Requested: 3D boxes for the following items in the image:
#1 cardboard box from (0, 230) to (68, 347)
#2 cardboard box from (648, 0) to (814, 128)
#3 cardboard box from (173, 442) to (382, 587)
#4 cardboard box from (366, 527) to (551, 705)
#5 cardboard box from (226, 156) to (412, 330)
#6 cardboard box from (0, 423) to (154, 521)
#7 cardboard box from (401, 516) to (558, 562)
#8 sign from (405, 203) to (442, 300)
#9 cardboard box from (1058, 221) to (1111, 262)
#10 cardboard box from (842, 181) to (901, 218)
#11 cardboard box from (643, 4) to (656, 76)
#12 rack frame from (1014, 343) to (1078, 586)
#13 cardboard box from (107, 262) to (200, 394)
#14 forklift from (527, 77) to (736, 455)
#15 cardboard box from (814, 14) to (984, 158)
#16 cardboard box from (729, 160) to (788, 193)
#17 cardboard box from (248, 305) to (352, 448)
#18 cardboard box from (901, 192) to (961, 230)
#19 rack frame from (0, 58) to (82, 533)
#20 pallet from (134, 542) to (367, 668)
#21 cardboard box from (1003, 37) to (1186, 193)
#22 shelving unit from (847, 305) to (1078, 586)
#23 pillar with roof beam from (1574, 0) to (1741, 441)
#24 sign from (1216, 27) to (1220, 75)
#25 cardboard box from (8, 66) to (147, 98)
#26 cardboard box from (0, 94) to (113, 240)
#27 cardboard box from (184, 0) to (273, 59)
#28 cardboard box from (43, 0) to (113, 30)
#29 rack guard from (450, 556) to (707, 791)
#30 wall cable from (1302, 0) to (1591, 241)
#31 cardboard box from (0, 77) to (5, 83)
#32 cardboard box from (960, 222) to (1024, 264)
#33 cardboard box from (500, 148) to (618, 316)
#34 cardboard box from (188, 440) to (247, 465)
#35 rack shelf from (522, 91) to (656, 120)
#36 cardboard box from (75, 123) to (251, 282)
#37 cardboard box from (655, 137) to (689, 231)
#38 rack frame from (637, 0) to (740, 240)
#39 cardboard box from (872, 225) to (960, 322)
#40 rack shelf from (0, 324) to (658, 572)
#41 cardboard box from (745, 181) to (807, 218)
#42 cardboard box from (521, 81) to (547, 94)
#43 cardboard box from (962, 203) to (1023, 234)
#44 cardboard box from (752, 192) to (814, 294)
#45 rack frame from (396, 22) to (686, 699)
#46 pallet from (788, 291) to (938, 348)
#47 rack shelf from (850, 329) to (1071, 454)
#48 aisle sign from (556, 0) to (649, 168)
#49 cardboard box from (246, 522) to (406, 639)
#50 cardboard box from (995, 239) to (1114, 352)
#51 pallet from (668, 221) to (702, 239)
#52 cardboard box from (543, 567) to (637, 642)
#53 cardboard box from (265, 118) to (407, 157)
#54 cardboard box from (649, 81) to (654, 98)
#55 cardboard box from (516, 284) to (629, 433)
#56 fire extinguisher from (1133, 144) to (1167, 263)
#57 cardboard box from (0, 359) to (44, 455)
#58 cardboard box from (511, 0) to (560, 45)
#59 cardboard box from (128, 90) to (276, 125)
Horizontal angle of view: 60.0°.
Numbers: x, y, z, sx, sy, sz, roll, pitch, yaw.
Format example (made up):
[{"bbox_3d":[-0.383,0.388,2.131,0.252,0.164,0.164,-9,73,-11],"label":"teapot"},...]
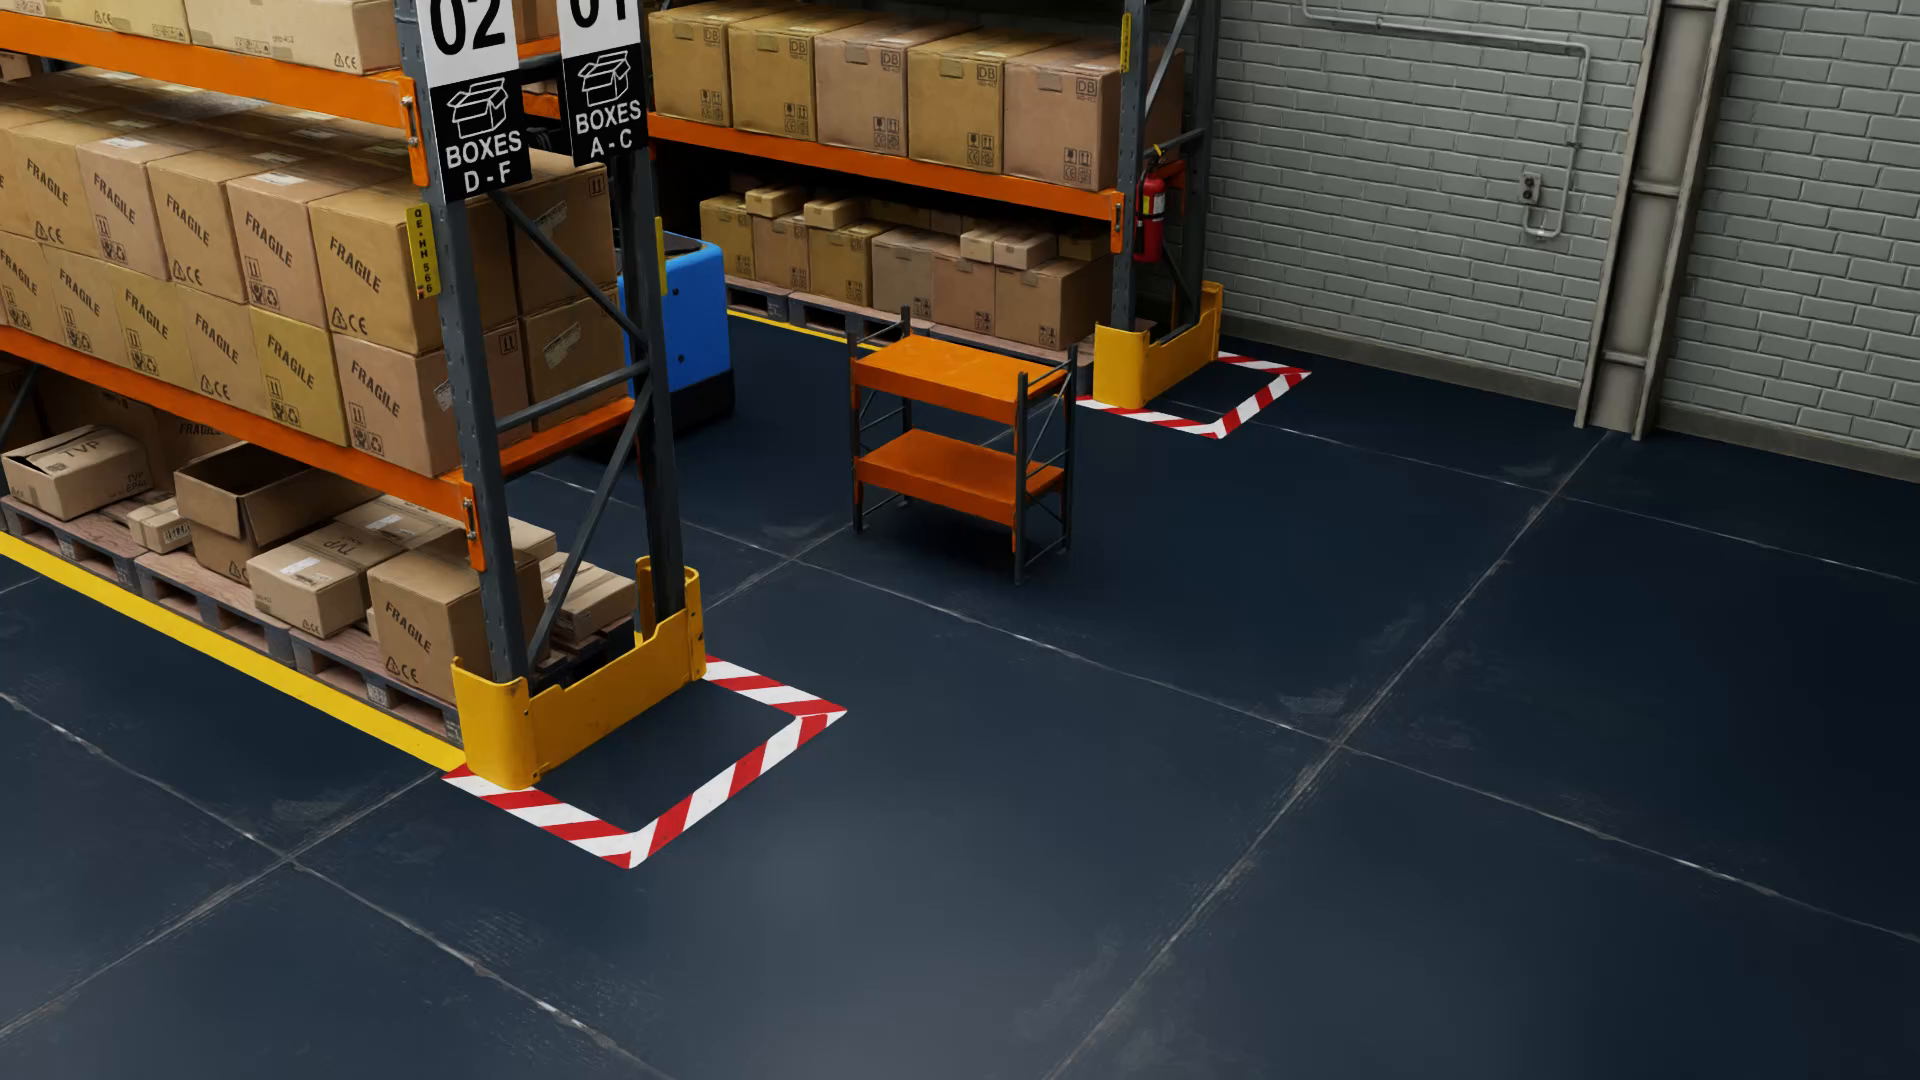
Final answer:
[{"bbox_3d":[-4.146,-1.259,7.806,0.500,0.500,0.500,18,32,31],"label":"cardboard box"},{"bbox_3d":[-1.596,-3.419,11.830,0.700,0.700,0.980,18,32,31],"label":"cardboard box"},{"bbox_3d":[-3.284,-0.180,8.065,0.637,0.503,0.797,17,32,30],"label":"cardboard box"},{"bbox_3d":[-2.126,0.320,7.085,0.500,0.500,0.500,17,32,30],"label":"cardboard box"},{"bbox_3d":[-2.478,-1.181,6.552,0.500,0.500,0.500,18,32,32],"label":"cardboard box"},{"bbox_3d":[-4.612,-0.387,8.682,0.500,0.311,0.500,17,32,30],"label":"cardboard box"},{"bbox_3d":[-2.238,0.105,7.783,0.500,0.250,0.500,17,32,30],"label":"cardboard box"},{"bbox_3d":[-1.869,-1.005,5.792,0.005,0.325,0.100,17,32,30],"label":"sign"},{"bbox_3d":[0.846,-1.950,10.853,0.250,0.149,0.380,18,32,31],"label":"cardboard box"},{"bbox_3d":[-0.622,-2.407,11.749,0.250,0.149,0.380,18,32,31],"label":"cardboard box"},{"bbox_3d":[-2.557,-3.641,12.137,0.500,0.500,0.500,17,31,30],"label":"cardboard box"},{"bbox_3d":[0.425,-0.369,8.235,0.032,1.125,0.500,17,32,30],"label":"rack frame"},{"bbox_3d":[-3.315,-1.000,7.297,0.500,0.500,0.500,17,31,30],"label":"cardboard box"},{"bbox_3d":[-2.852,-2.331,10.099,3.031,2.935,1.130,20,33,34],"label":"forklift"},{"bbox_3d":[-0.392,-3.046,11.097,0.700,0.700,0.980,16,31,28],"label":"cardboard box"},{"bbox_3d":[-1.483,-2.674,12.274,0.250,0.149,0.380,17,32,30],"label":"cardboard box"},{"bbox_3d":[-2.491,-0.740,6.787,0.500,0.500,0.500,18,32,31],"label":"cardboard box"},{"bbox_3d":[-0.200,-2.275,11.492,0.250,0.149,0.380,18,32,31],"label":"cardboard box"},{"bbox_3d":[-4.835,-1.577,8.542,0.127,3.000,1.000,17,32,30],"label":"rack frame"},{"bbox_3d":[-3.260,0.155,8.213,1.213,0.211,1.003,17,32,30],"label":"pallet"},{"bbox_3d":[0.837,-2.664,10.347,0.700,0.700,0.980,19,33,33],"label":"cardboard box"},{"bbox_3d":[0.006,-0.500,8.491,1.048,1.125,0.538,17,32,30],"label":"shelving unit"},{"bbox_3d":[1.541,-3.097,4.915,0.400,9.000,9.100,17,32,30],"label":"pillar with roof beam"},{"bbox_3d":[1.582,-3.030,10.355,0.005,0.325,0.100,17,32,30],"label":"sign"},{"bbox_3d":[-4.272,-2.035,8.228,0.500,0.500,0.500,17,32,31],"label":"cardboard box"},{"bbox_3d":[-4.181,-1.709,7.589,0.500,0.500,0.500,16,31,29],"label":"cardboard box"},{"bbox_3d":[-2.517,-1.986,6.204,0.500,0.250,0.500,17,32,30],"label":"cardboard box"},{"bbox_3d":[-3.339,-2.244,6.711,0.500,0.250,0.500,17,32,30],"label":"cardboard box"},{"bbox_3d":[-1.601,0.544,7.129,0.348,0.500,1.175,17,32,30],"label":"rack guard"},{"bbox_3d":[2.854,-2.881,9.983,1.851,1.984,0.084,17,32,30],"label":"wall cable"},{"bbox_3d":[-9.935,-4.828,17.589,0.250,0.149,0.380,15,30,26],"label":"cardboard box"},{"bbox_3d":[0.210,-1.938,10.829,0.250,0.149,0.380,18,32,32],"label":"cardboard box"},{"bbox_3d":[-1.755,-1.253,6.692,0.500,0.500,0.500,18,32,32],"label":"cardboard box"},{"bbox_3d":[-3.862,-0.389,8.865,0.250,0.149,0.380,17,32,30],"label":"cardboard box"},{"bbox_3d":[-3.682,-3.623,13.356,4.000,0.370,1.077,17,32,30],"label":"rack shelf"},{"bbox_3d":[-3.331,-1.445,7.069,0.500,0.500,0.500,18,32,32],"label":"cardboard box"},{"bbox_3d":[-2.643,-2.778,12.808,0.750,0.750,0.750,18,32,31],"label":"cardboard box"},{"bbox_3d":[-2.034,-3.430,12.183,0.127,3.000,1.000,17,32,30],"label":"rack frame"},{"bbox_3d":[-0.198,-1.876,11.422,0.500,0.500,0.700,16,31,29],"label":"cardboard box"},{"bbox_3d":[-3.187,-0.743,7.696,4.000,0.370,1.077,17,32,30],"label":"rack shelf"},{"bbox_3d":[-1.296,-2.406,11.748,0.250,0.149,0.380,19,32,32],"label":"cardboard box"},{"bbox_3d":[-3.133,-3.494,12.562,0.250,0.149,0.380,17,32,30],"label":"cardboard box"},{"bbox_3d":[0.222,-2.145,11.235,0.250,0.149,0.380,18,32,31],"label":"cardboard box"},{"bbox_3d":[-1.063,-2.143,11.947,0.500,0.500,0.700,17,32,30],"label":"cardboard box"},{"bbox_3d":[-1.538,-0.550,6.524,0.127,3.000,1.000,17,32,30],"label":"rack frame"},{"bbox_3d":[-0.442,-1.650,11.760,1.213,0.211,1.003,17,32,30],"label":"pallet"},{"bbox_3d":[0.006,-0.760,8.359,1.000,0.278,0.538,17,32,30],"label":"rack shelf"},{"bbox_3d":[-1.316,-1.801,6.116,0.004,0.787,0.394,17,32,30],"label":"aisle sign"},{"bbox_3d":[-2.892,0.176,7.643,0.500,0.250,0.500,17,32,30],"label":"cardboard box"},{"bbox_3d":[0.630,-1.619,10.917,0.500,0.500,0.700,17,32,30],"label":"cardboard box"},{"bbox_3d":[-2.713,-2.358,13.150,1.213,0.211,1.003,17,32,30],"label":"pallet"},{"bbox_3d":[-1.689,0.288,7.535,0.250,0.149,0.380,17,32,30],"label":"cardboard box"},{"bbox_3d":[-2.600,-1.515,7.207,0.500,0.500,0.500,18,32,31],"label":"cardboard box"},{"bbox_3d":[-2.473,-3.308,12.198,0.250,0.149,0.380,18,32,31],"label":"cardboard box"},{"bbox_3d":[-1.755,-0.807,6.919,0.500,0.500,0.500,18,32,31],"label":"cardboard box"},{"bbox_3d":[1.126,-1.991,9.852,0.183,0.674,0.296,17,32,30],"label":"fire extinguisher"},{"bbox_3d":[-5.404,-0.679,9.048,0.500,0.500,0.500,17,32,30],"label":"cardboard box"},{"bbox_3d":[-1.818,-2.047,6.324,0.500,0.250,0.500,17,32,30],"label":"cardboard box"},{"bbox_3d":[-3.433,-1.775,7.717,0.500,0.500,0.500,18,32,31],"label":"cardboard box"}]
